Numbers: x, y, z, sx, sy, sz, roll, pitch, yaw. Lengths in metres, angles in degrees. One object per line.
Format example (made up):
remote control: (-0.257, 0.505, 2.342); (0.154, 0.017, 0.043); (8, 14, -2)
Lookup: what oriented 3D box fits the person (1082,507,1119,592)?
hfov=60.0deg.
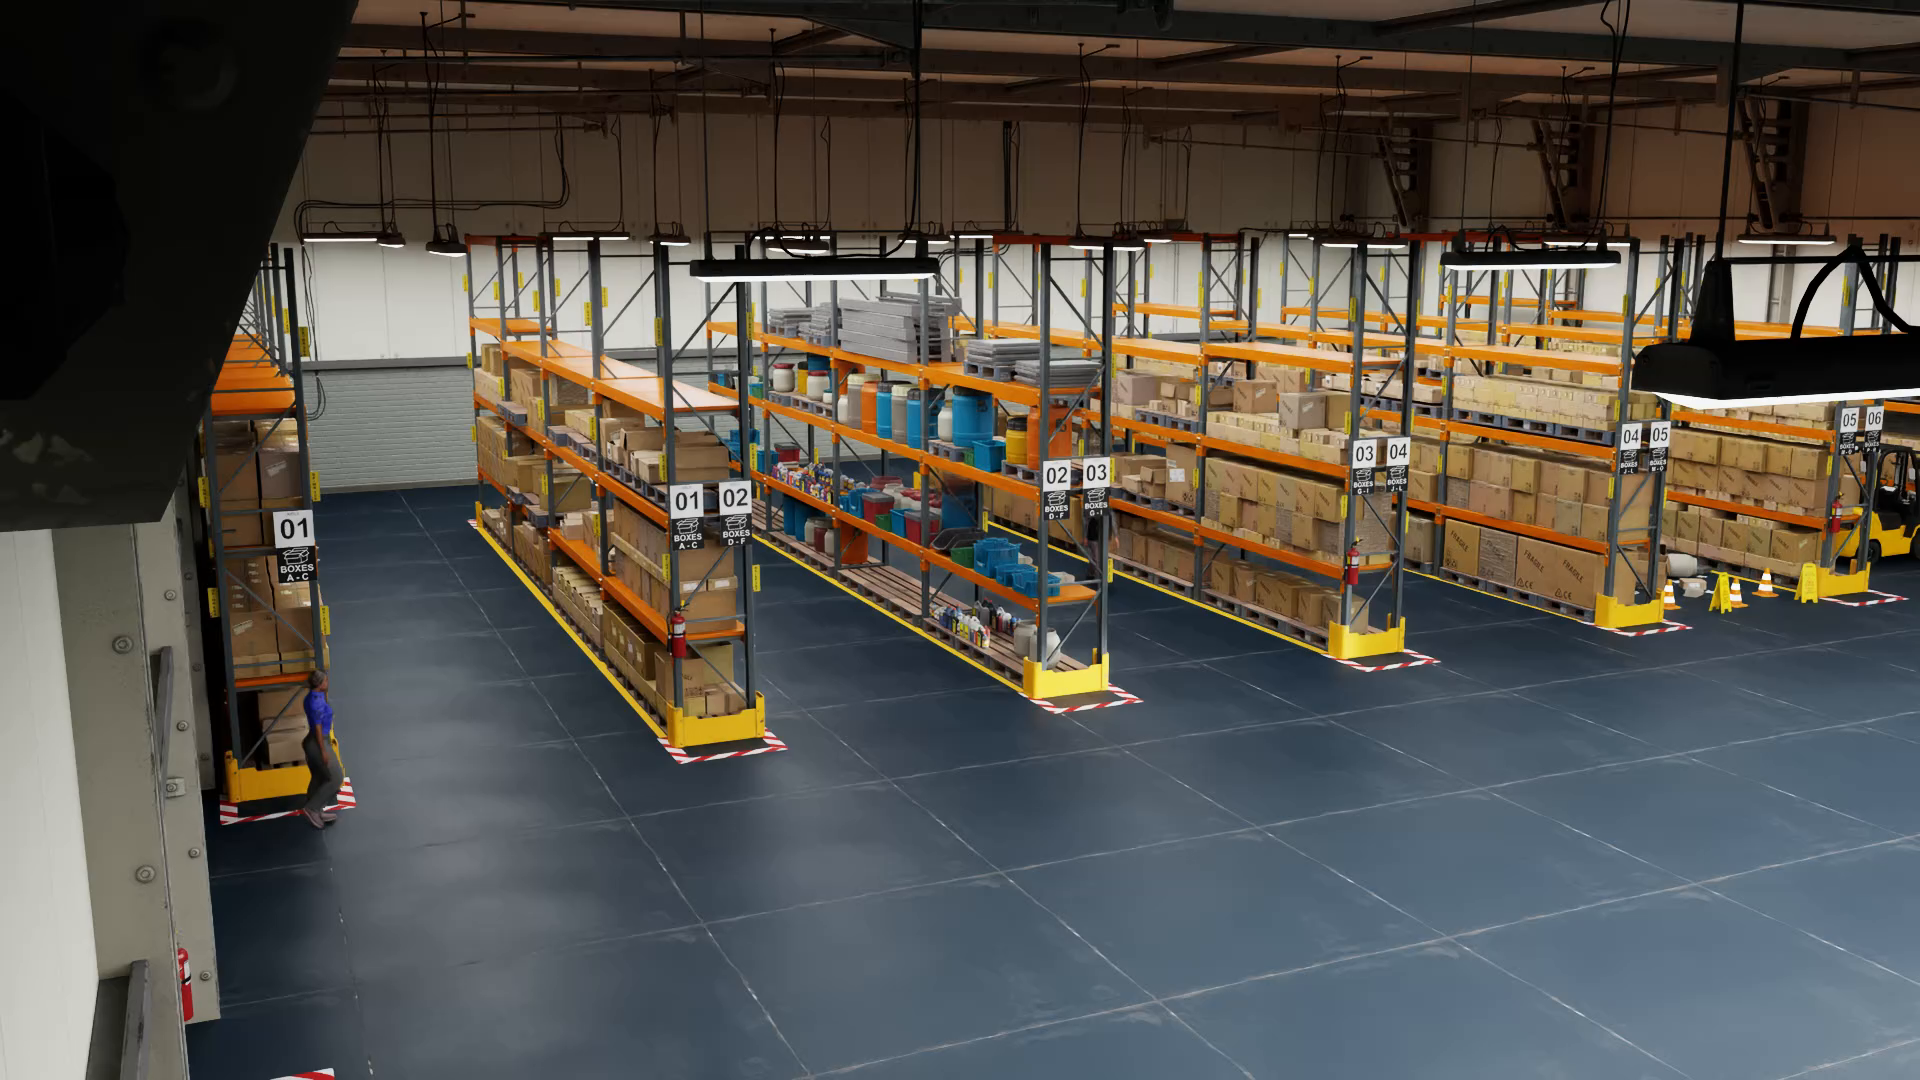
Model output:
person: (2.438, 0.005, 28.648); (0.537, 1.667, 1.068); (-5, 12, -26)

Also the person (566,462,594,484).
person: (-8.144, -1.310, 35.511); (0.524, 1.619, 1.043); (-9, 14, -40)

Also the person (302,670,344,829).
person: (-6.724, 2.178, 17.478); (0.392, 1.659, 0.481); (-6, 12, -27)
